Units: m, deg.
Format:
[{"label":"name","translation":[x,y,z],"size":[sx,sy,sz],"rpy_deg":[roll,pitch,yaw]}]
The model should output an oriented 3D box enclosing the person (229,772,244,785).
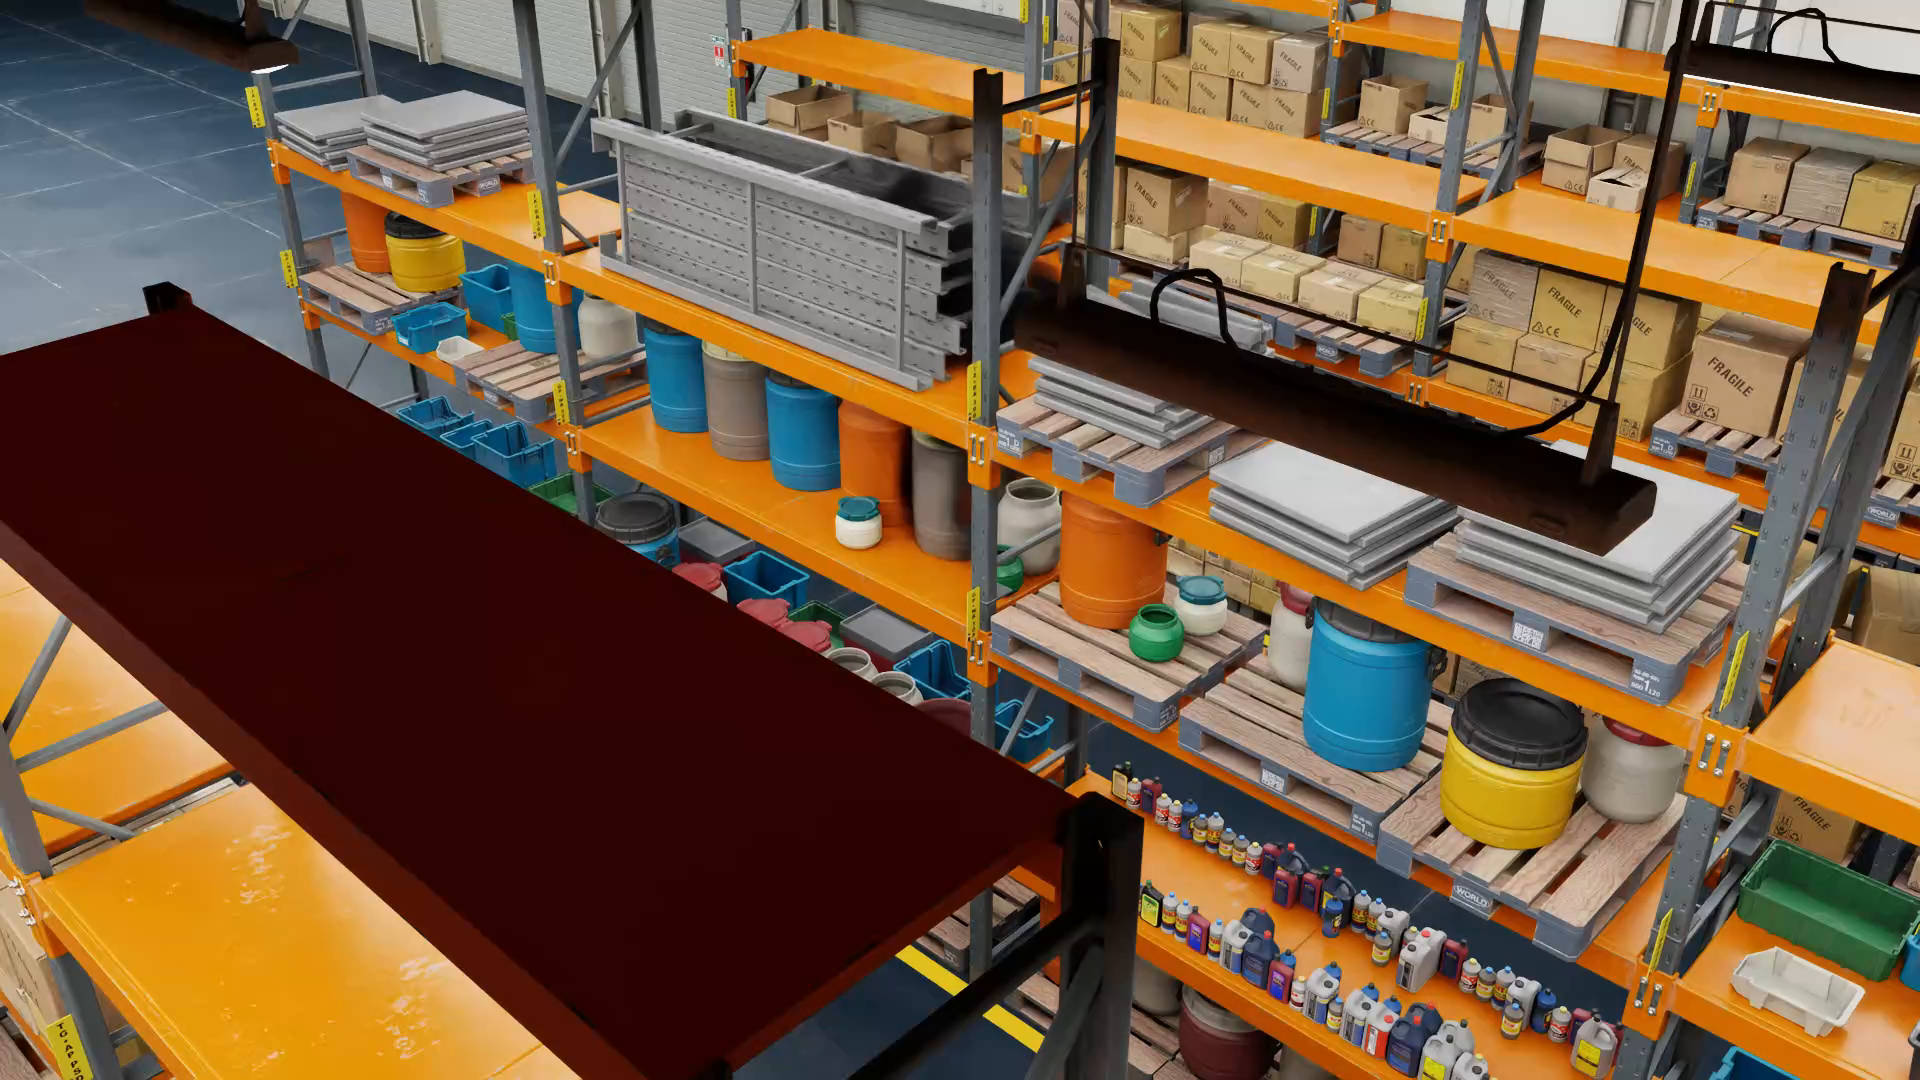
[{"label":"person","translation":[-5.011,1.839,10.887],"size":[0.800,1.759,0.646],"rpy_deg":[19,34,30]}]
